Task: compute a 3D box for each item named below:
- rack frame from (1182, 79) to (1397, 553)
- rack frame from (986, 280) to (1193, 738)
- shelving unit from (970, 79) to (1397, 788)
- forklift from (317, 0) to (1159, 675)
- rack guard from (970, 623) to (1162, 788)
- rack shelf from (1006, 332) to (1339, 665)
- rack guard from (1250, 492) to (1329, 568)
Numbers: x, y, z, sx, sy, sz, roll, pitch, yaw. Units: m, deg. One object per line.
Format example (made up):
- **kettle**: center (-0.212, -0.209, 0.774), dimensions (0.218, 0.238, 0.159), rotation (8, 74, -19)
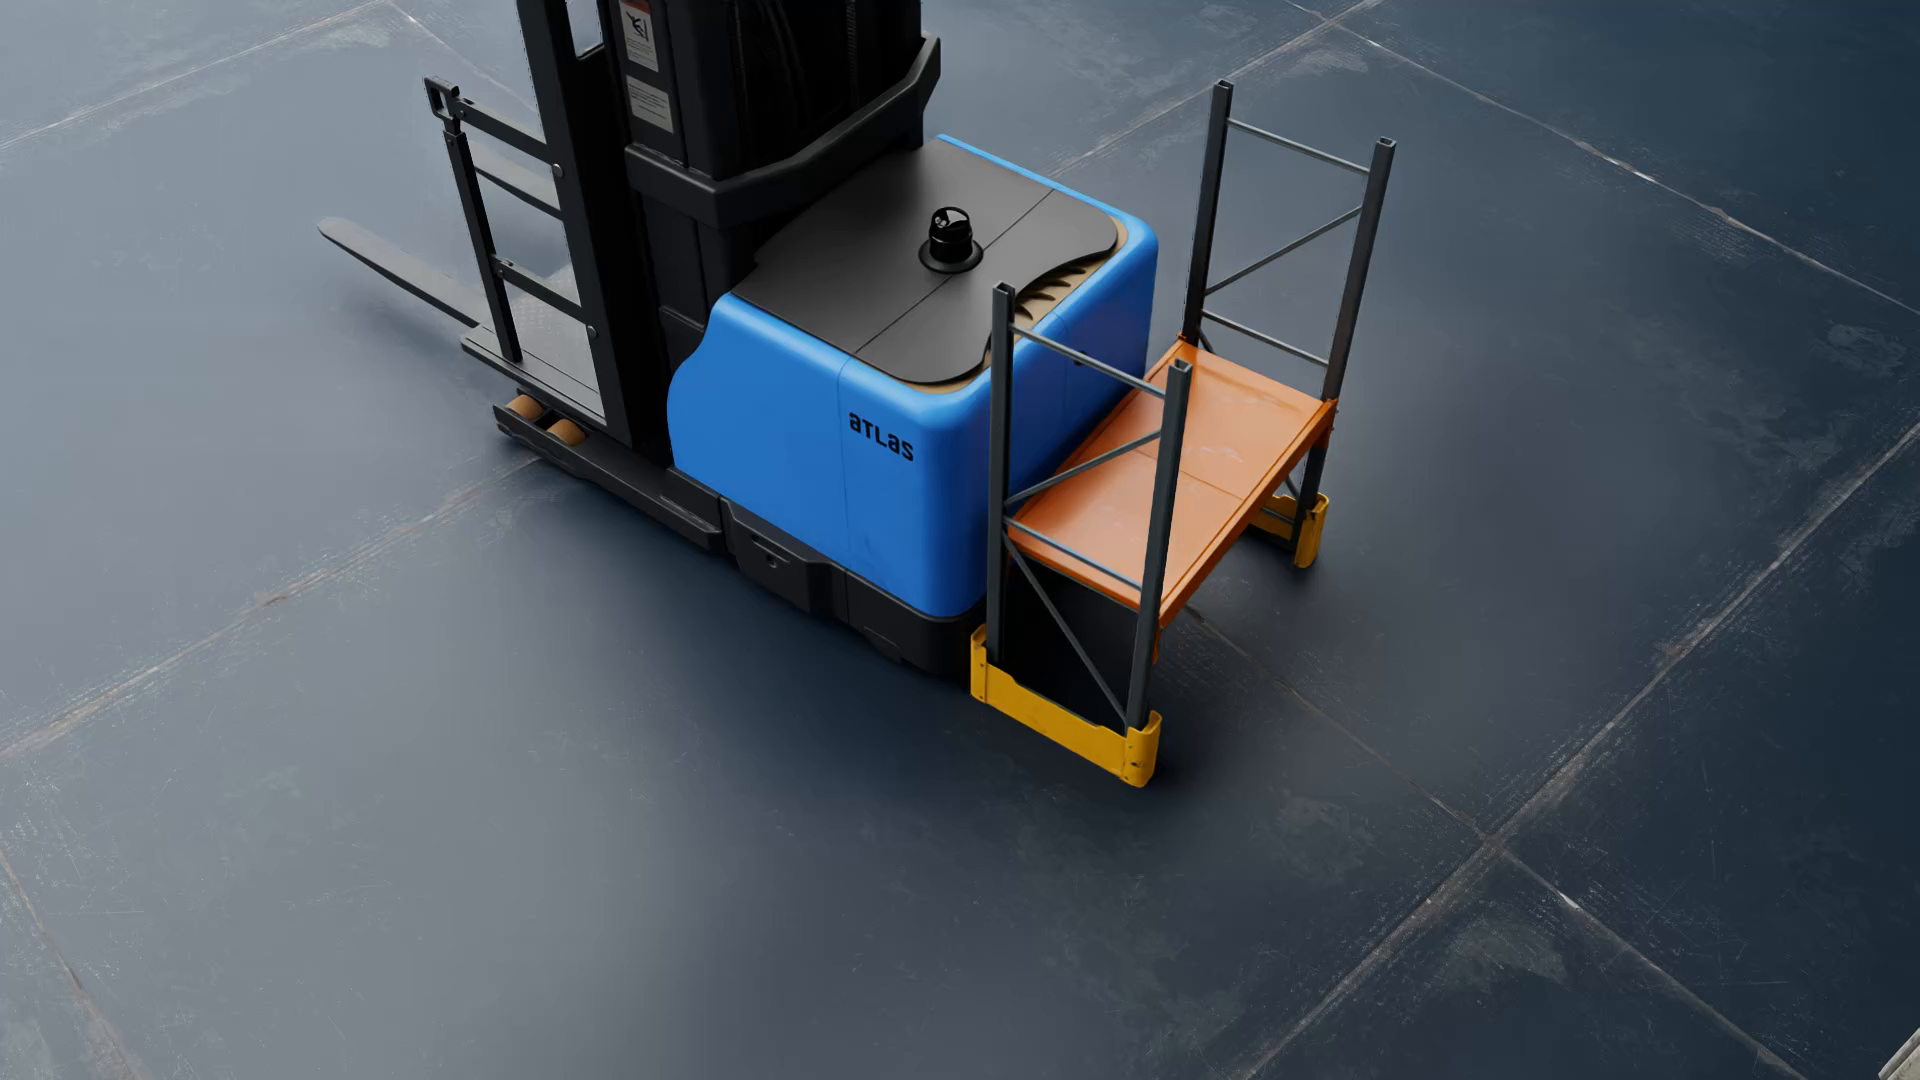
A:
- **rack frame**: center (0.869, -0.574, 4.760), dimensions (0.500, 1.500, 0.032), rotation (27, 53, 23)
- **rack frame**: center (0.286, 0.037, 4.195), dimensions (0.500, 1.500, 0.032), rotation (27, 53, 23)
- **shelving unit**: center (0.572, -0.263, 4.472), dimensions (0.587, 1.500, 1.083), rotation (27, 53, 23)
- **forklift**: center (-0.914, -1.503, 4.643), dimensions (3.031, 2.935, 1.130), rotation (29, 54, 24)
- **rack guard**: center (0.286, 0.460, 4.655), dimensions (0.587, 0.250, 0.087), rotation (27, 53, 23)
- **rack shelf**: center (0.577, -0.147, 4.609), dimensions (0.538, 0.185, 1.000), rotation (27, 53, 23)
- **rack guard**: center (0.858, -0.139, 5.208), dimensions (0.587, 0.250, 0.087), rotation (27, 53, 23)
